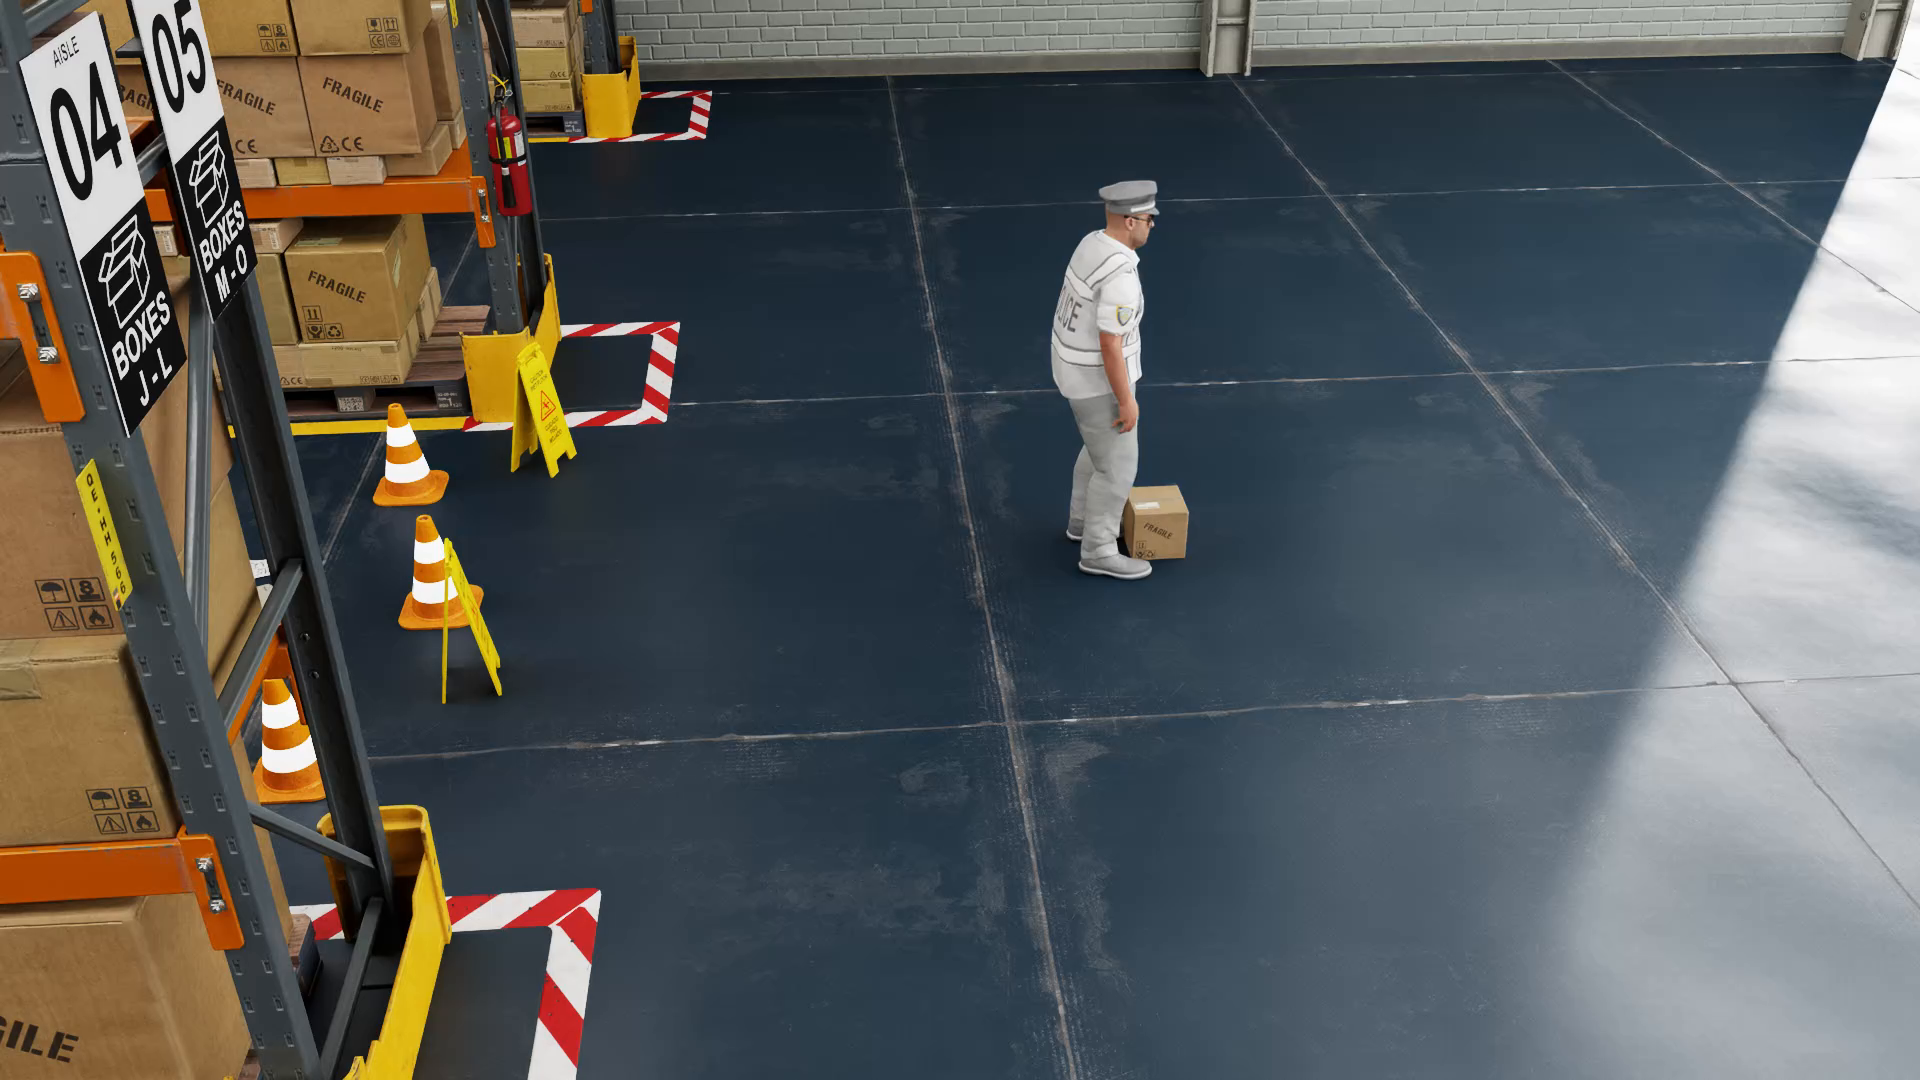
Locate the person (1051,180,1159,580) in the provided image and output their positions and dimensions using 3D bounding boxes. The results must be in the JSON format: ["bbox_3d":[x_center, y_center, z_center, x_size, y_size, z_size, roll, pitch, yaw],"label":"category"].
[{"bbox_3d":[0.628,-0.708,7.308,0.437,1.747,0.600,-4,31,-7],"label":"person"}]
